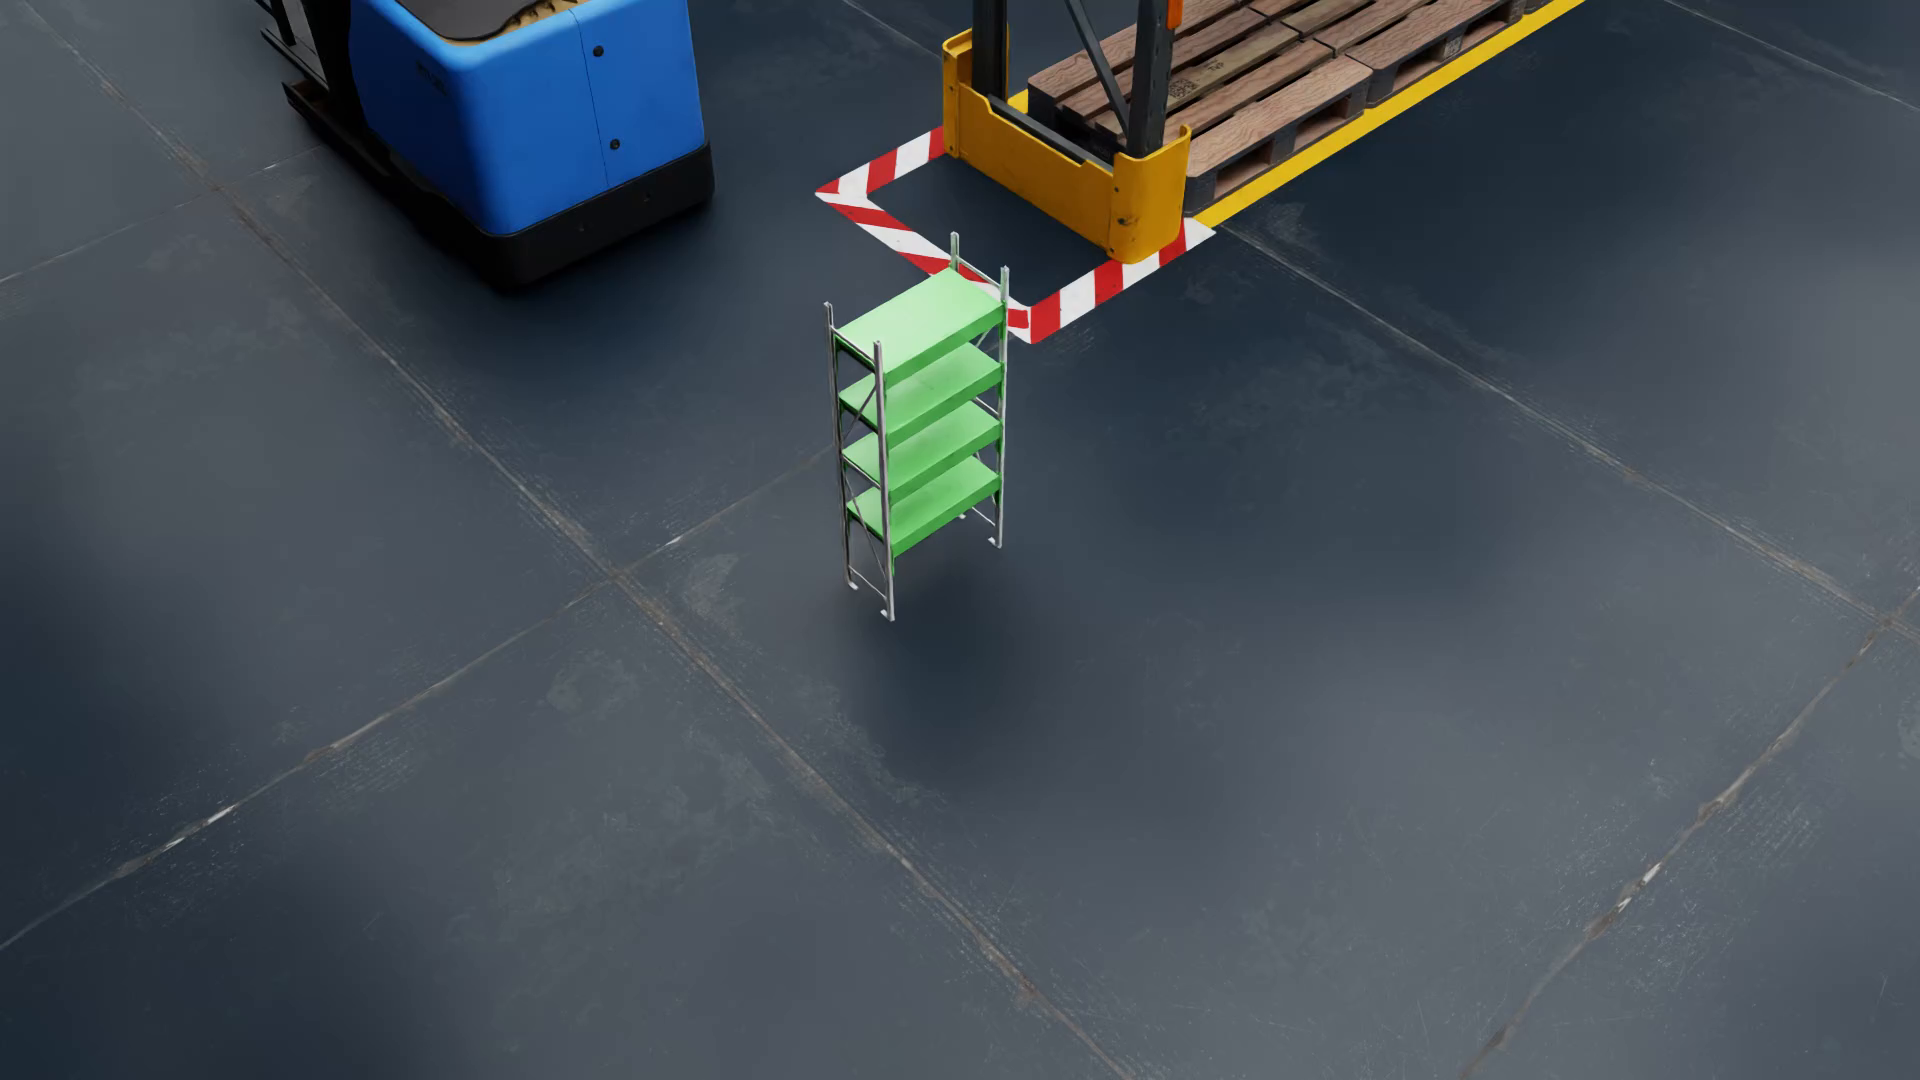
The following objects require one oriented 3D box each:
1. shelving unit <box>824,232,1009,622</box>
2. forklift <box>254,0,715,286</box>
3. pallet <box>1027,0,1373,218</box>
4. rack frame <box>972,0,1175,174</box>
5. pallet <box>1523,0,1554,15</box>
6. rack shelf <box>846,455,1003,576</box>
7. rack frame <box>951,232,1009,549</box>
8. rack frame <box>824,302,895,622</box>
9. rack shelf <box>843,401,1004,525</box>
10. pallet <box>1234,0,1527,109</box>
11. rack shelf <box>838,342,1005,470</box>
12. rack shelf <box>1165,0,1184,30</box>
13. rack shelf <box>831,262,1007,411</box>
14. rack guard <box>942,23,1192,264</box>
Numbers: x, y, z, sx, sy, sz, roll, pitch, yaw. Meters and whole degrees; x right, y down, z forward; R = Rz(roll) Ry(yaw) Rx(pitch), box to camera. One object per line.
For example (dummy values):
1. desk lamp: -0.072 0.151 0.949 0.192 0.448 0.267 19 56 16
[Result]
1. shelving unit: -0.122 -0.325 5.234 0.503 1.200 0.258 -34 56 -27
2. forklift: -2.378 -3.010 6.533 1.130 2.935 3.031 -33 55 -26
3. pallet: 1.065 -1.985 7.438 1.213 0.211 1.003 -34 56 -27
4. rack frame: 0.429 -2.544 6.056 0.127 3.000 1.000 -34 56 -27
5. pallet: 2.871 -3.191 8.551 1.213 0.211 1.003 -34 56 -27
6. rack shelf: -0.122 -0.119 5.457 0.480 0.148 0.258 -34 56 -27
7. rack frame: 0.058 -0.446 5.345 0.015 1.200 0.240 -34 56 -27
8. rack frame: -0.303 -0.204 5.122 0.015 1.200 0.240 -34 56 -27
9. rack shelf: -0.122 -0.282 5.280 0.480 0.148 0.258 -34 56 -27
10. pallet: 1.968 -2.585 7.992 1.213 0.211 1.003 -34 56 -27
11. rack shelf: -0.122 -0.444 5.104 0.480 0.148 0.258 -34 56 -27
12. rack shelf: 1.909 -3.289 7.233 4.000 0.370 1.077 -34 56 -27
13. rack shelf: -0.122 -0.607 4.928 0.480 0.148 0.258 -34 56 -27
14. rack guard: 0.420 -1.677 6.958 0.348 0.500 1.175 -34 56 -27
